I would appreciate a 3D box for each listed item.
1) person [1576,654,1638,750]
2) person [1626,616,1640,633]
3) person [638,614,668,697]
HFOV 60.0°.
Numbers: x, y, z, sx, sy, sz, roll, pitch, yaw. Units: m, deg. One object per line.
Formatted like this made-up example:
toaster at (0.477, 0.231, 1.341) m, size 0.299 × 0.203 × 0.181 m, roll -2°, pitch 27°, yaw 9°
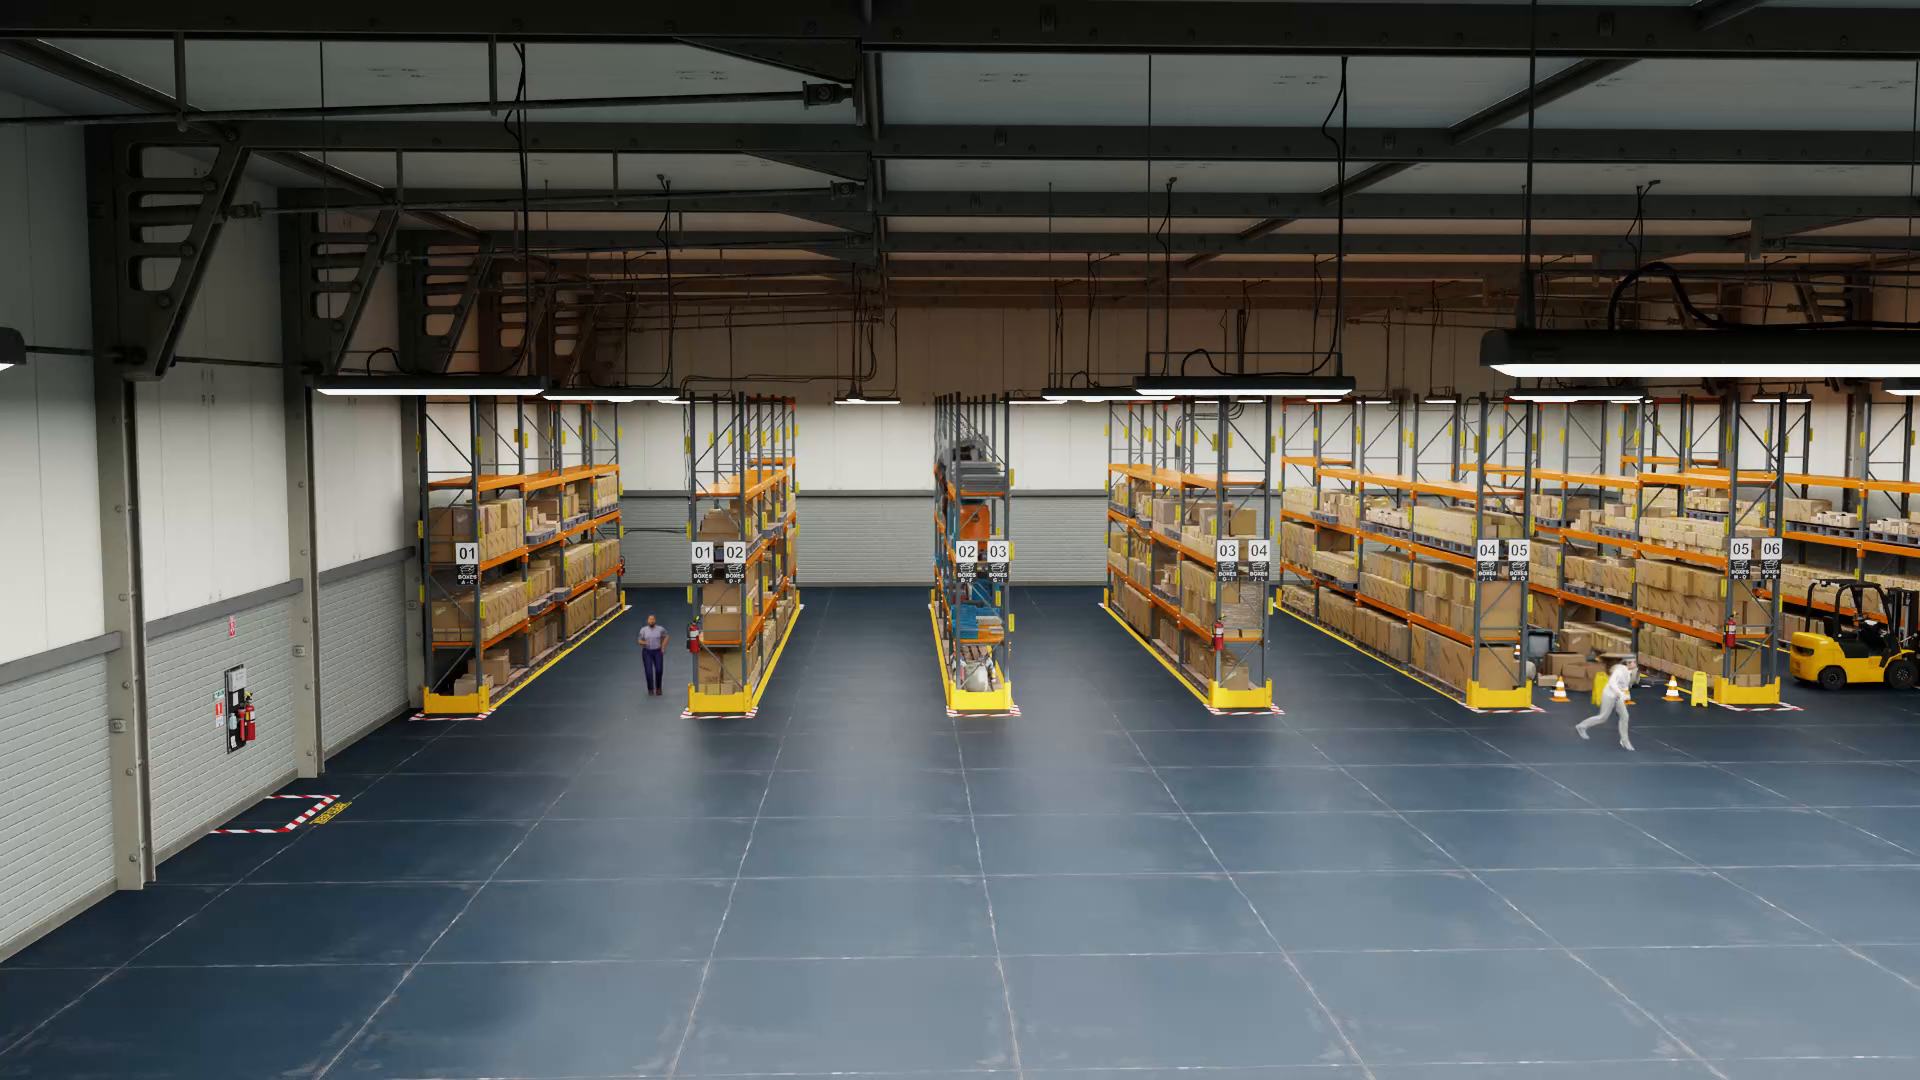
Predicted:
person at (10.923, 2.700, 28.072) m, size 0.974 × 1.629 × 0.652 m, roll 3°, pitch 5°, yaw 32°
person at (16.656, 1.582, 40.938) m, size 0.657 × 1.741 × 0.600 m, roll 0°, pitch 5°, yaw -4°
person at (-6.053, 2.288, 32.797) m, size 0.589 × 1.646 × 0.621 m, roll -1°, pitch 5°, yaw -10°
